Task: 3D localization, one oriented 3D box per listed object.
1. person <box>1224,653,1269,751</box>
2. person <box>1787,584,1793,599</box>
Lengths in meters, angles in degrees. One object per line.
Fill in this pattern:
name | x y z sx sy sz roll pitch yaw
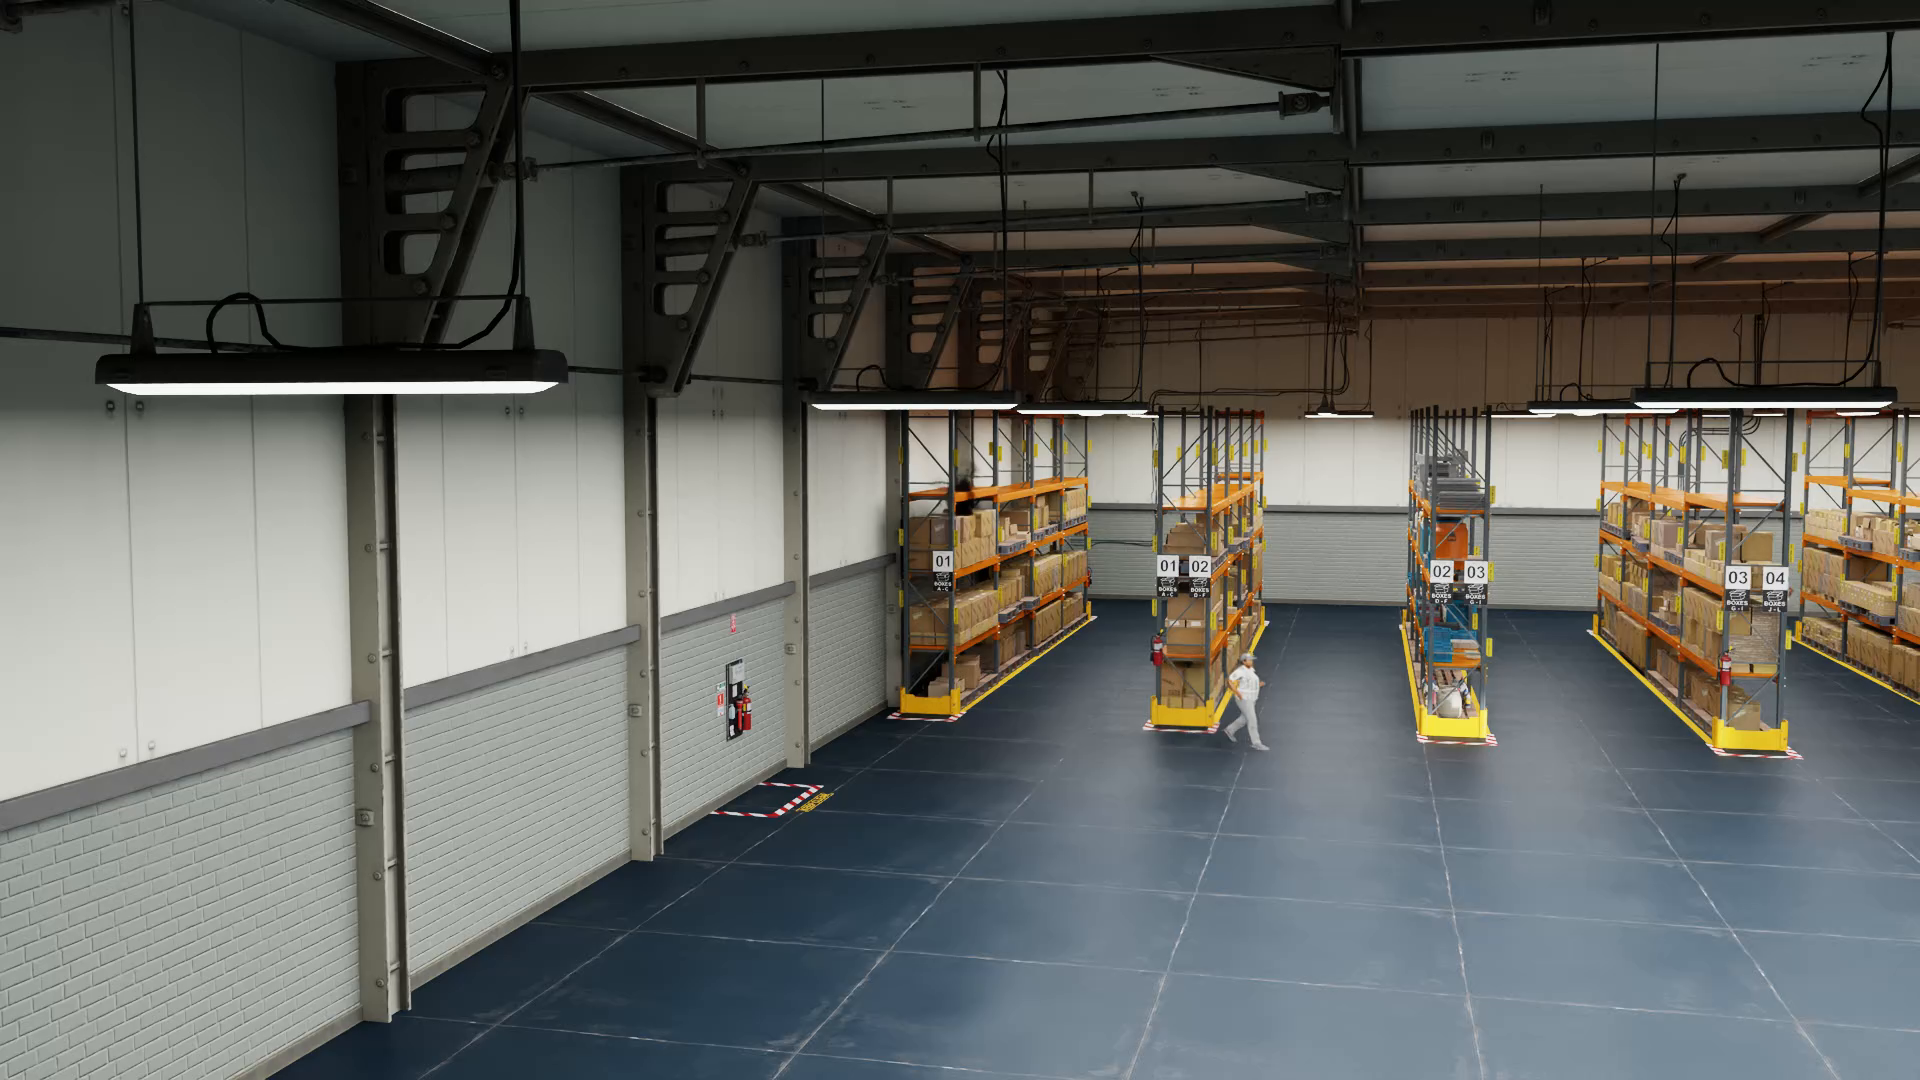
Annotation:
person | 4.996 2.791 29.016 0.943 1.653 0.605 3 5 37
person | 21.655 1.674 44.171 0.773 1.832 0.729 -1 4 -14
